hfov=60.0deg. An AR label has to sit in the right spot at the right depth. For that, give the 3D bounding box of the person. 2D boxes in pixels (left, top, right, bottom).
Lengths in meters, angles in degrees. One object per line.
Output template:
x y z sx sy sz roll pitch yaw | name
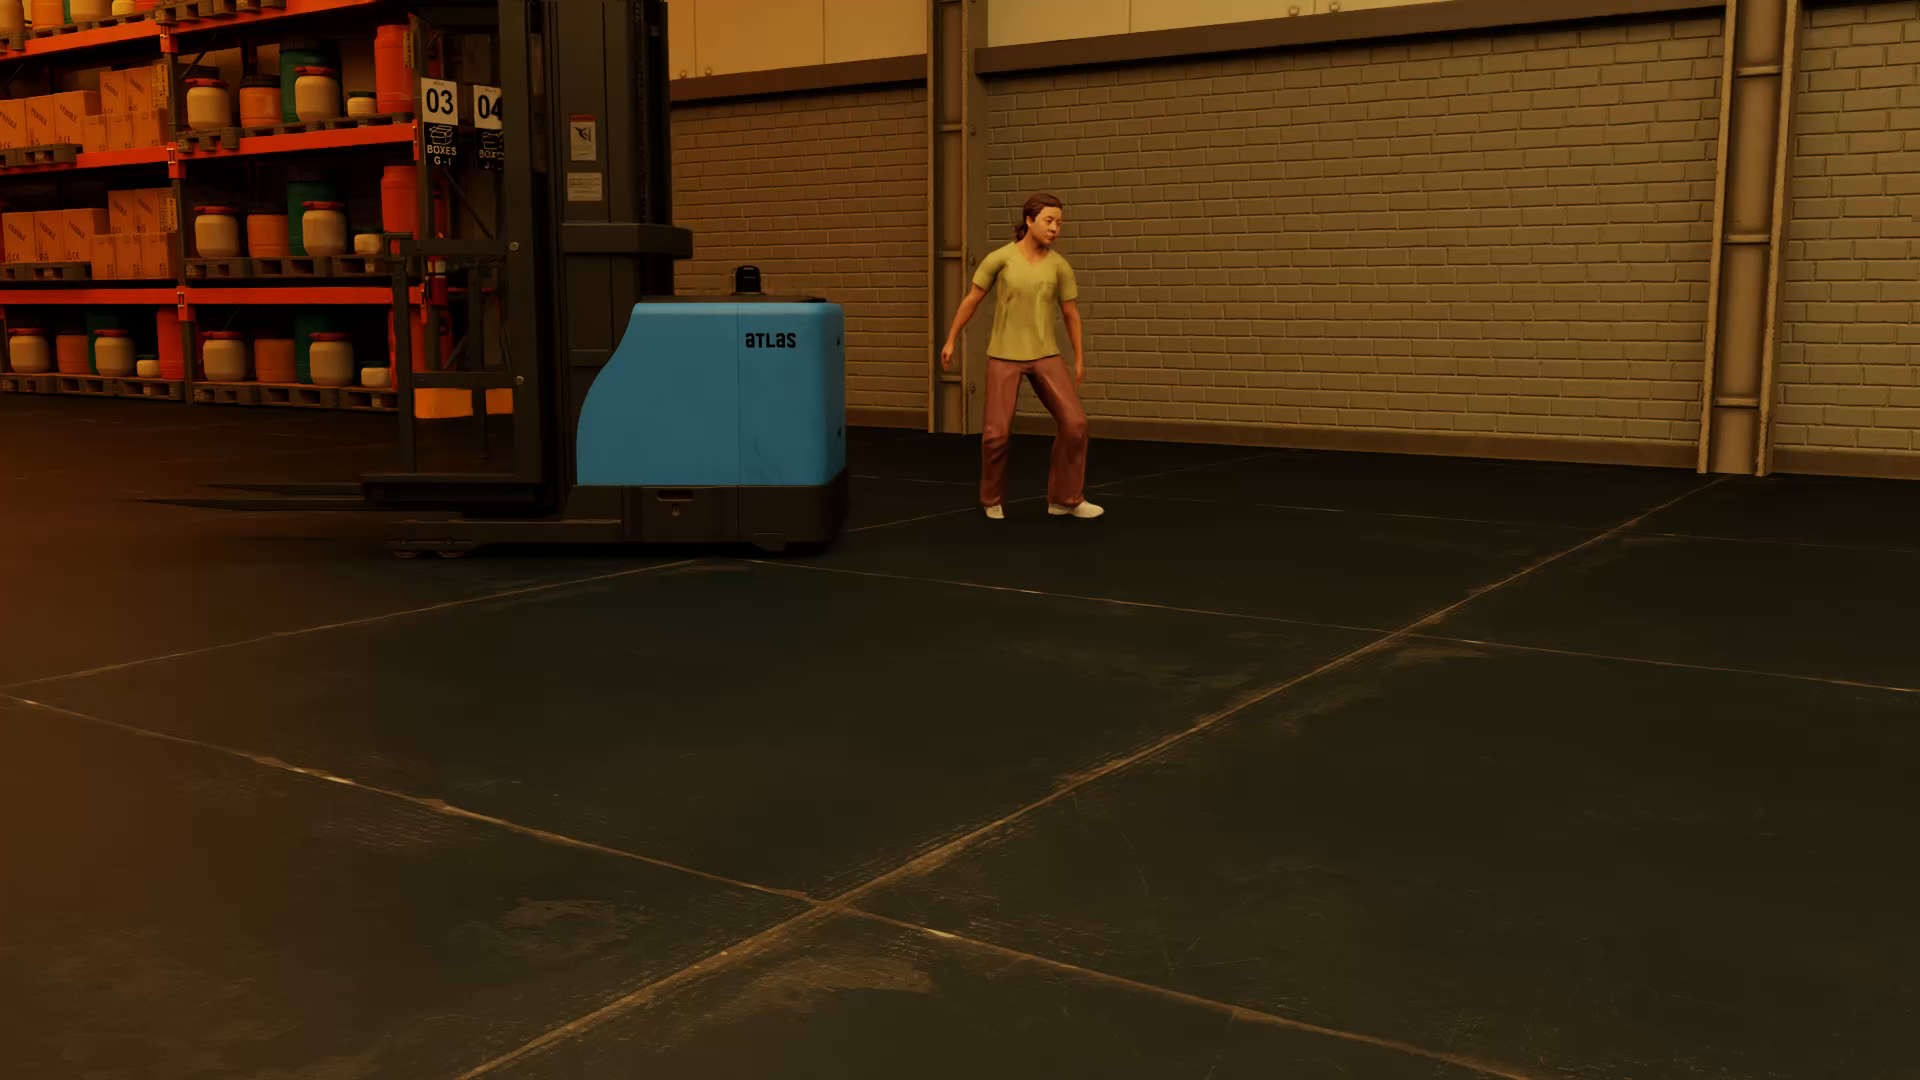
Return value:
0.314 -0.902 8.348 0.814 1.648 0.443 -1 8 -4 | person

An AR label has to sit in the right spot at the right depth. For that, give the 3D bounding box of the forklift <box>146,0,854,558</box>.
-2.032 -1.447 7.372 3.031 2.935 1.130 0 8 1 | forklift
